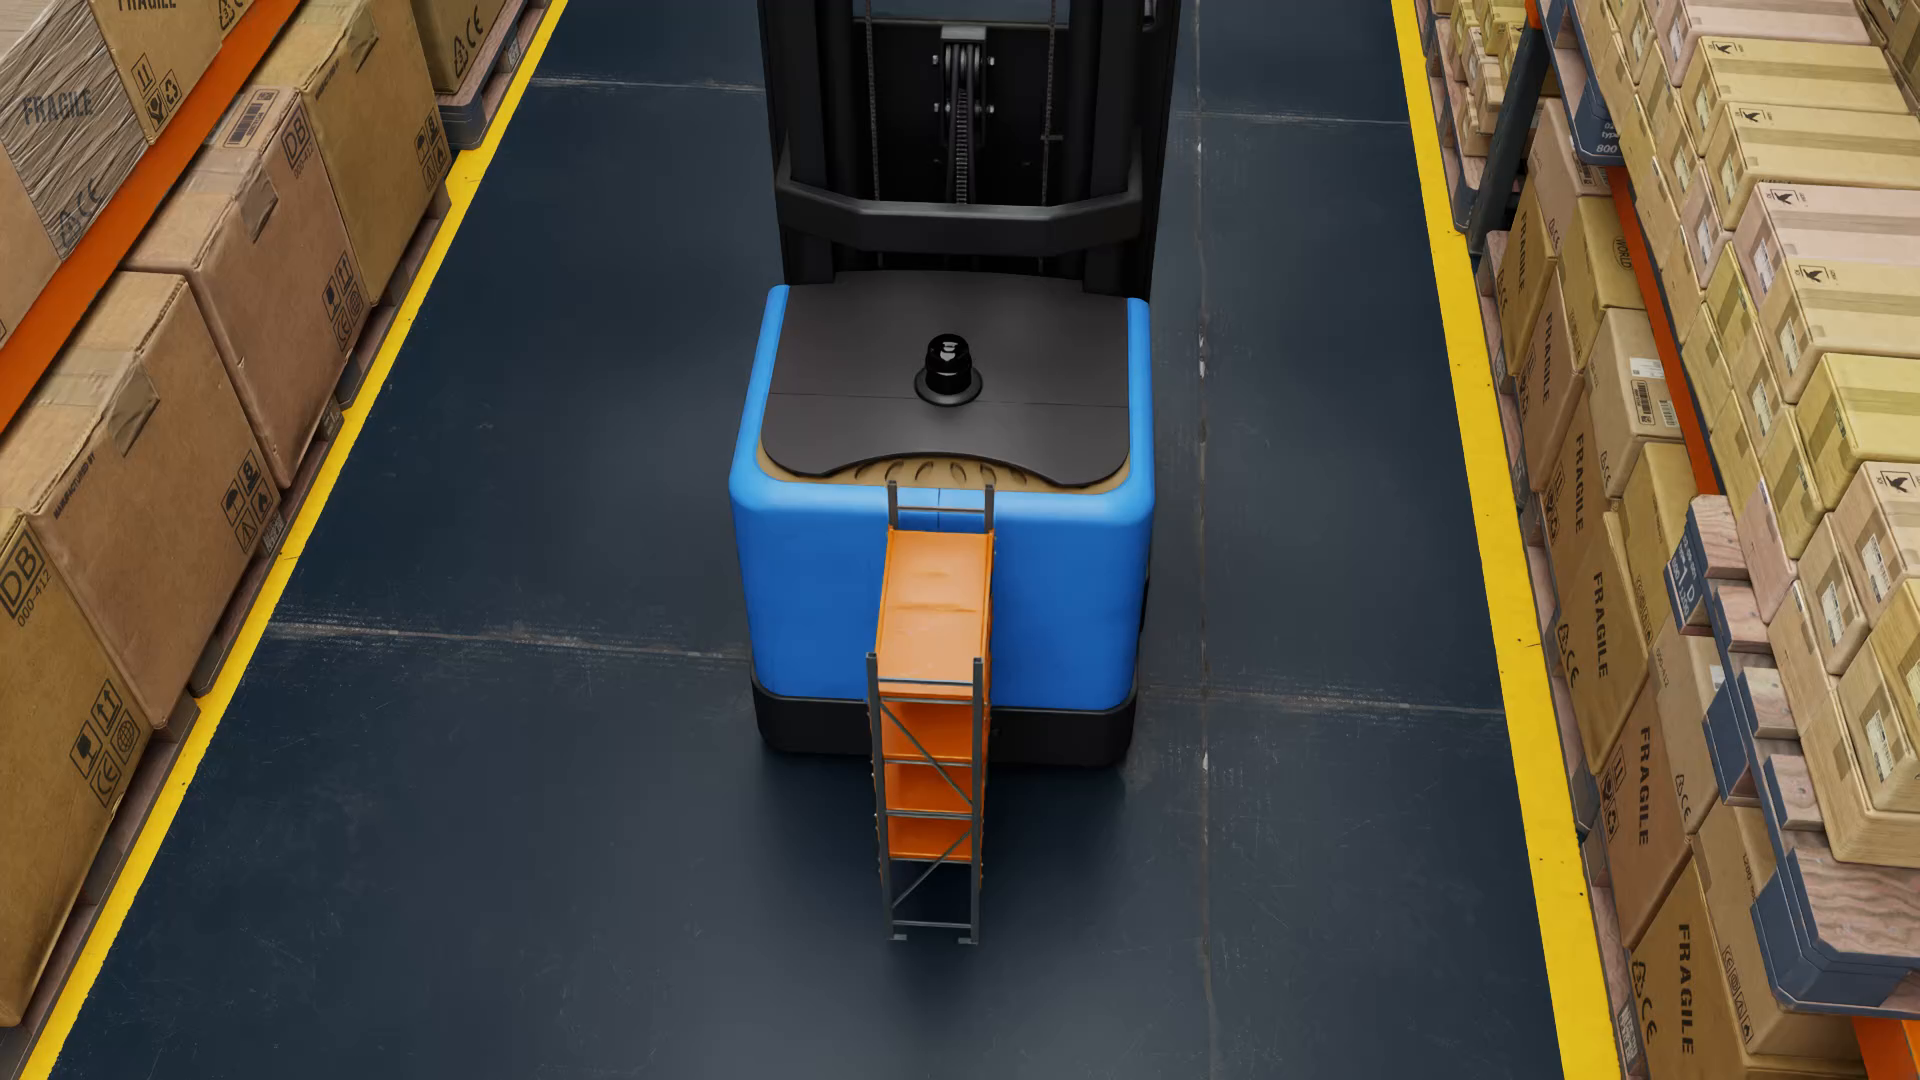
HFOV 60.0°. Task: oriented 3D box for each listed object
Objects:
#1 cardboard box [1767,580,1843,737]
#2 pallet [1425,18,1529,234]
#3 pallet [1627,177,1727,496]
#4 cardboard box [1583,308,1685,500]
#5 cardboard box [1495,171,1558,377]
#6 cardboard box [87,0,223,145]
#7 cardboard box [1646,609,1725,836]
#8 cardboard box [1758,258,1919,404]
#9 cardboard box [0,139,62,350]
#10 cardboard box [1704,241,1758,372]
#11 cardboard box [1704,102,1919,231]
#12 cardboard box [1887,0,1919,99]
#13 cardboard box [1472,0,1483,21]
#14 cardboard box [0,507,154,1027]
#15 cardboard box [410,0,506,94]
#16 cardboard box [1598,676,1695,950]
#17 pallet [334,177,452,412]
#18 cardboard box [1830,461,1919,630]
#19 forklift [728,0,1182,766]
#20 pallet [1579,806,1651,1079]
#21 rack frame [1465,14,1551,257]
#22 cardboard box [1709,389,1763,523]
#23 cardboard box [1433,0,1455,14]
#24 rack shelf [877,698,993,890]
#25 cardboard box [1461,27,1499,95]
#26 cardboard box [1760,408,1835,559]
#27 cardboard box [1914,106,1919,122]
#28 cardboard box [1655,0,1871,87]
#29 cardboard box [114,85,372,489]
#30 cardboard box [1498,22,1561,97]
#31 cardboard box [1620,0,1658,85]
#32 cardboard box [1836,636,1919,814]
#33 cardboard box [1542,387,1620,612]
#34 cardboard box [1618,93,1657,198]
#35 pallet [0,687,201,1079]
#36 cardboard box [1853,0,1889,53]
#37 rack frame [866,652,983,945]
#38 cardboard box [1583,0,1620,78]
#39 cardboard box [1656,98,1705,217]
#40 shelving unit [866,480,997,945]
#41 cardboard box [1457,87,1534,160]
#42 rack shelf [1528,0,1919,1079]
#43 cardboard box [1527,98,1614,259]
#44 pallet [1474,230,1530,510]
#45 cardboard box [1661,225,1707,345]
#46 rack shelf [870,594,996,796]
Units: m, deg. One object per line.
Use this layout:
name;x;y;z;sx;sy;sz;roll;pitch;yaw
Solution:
cardboard box;1.654;0.220;2.902;0.380;0.149;0.250;4;48;3
pallet;2.433;-1.642;6.609;1.003;0.211;1.213;4;48;4
pallet;2.182;-0.540;3.841;1.003;0.211;1.213;4;48;4
cardboard box;1.980;-0.347;4.436;0.500;0.250;0.500;6;48;5
cardboard box;2.076;-0.860;5.413;0.500;0.500;0.500;6;48;5
cardboard box;-2.386;-1.419;4.447;0.500;0.500;0.500;3;48;3
cardboard box;1.879;0.409;3.744;0.500;0.250;0.500;4;48;4
cardboard box;1.701;-0.370;3.038;0.380;0.149;0.250;5;48;5
cardboard box;-2.484;-0.684;3.775;0.500;0.500;0.500;3;48;3
cardboard box;1.727;-0.455;3.318;0.380;0.149;0.250;4;48;3
cardboard box;1.751;-0.746;3.382;0.380;0.149;0.250;6;48;5
cardboard box;2.474;-1.171;3.972;0.380;0.149;0.250;2;48;2
cardboard box;2.180;-2.120;6.401;0.380;0.149;0.250;3;48;3
cardboard box;-2.804;0.514;3.902;1.225;0.875;0.875;2;48;2
cardboard box;-2.383;-2.399;6.567;0.875;0.875;0.875;4;48;4
cardboard box;1.893;0.672;4.012;0.500;0.500;0.500;6;48;5
pallet;-2.518;-0.982;6.005;1.003;0.211;1.213;4;48;4
cardboard box;1.656;0.019;2.682;0.380;0.149;0.250;3;48;3
forklift;0.036;-1.451;4.591;1.130;2.935;3.031;2;48;2
pallet;2.115;1.219;3.992;1.003;0.211;1.213;4;48;4
rack frame;2.407;-2.087;5.126;1.000;3.000;0.127;4;48;4
cardboard box;1.704;-0.152;3.242;0.380;0.149;0.250;3;48;3
cardboard box;2.198;-2.338;7.003;0.380;0.149;0.250;4;48;3
rack shelf;-0.057;0.631;4.214;0.258;0.148;0.480;3;49;2
cardboard box;2.132;-1.820;6.327;0.380;0.149;0.250;2;48;2
cardboard box;1.678;-0.088;2.982;0.380;0.149;0.250;5;48;4
cardboard box;2.453;-0.881;3.909;0.380;0.149;0.250;6;48;5
cardboard box;1.797;-1.136;3.739;0.380;0.149;0.250;5;48;5
cardboard box;-2.642;-0.791;5.096;1.225;0.875;0.875;2;48;2
cardboard box;2.181;-1.746;6.059;0.380;0.149;0.250;5;48;5
cardboard box;1.823;-1.216;4.014;0.380;0.149;0.250;6;48;5
cardboard box;1.634;0.301;2.626;0.380;0.149;0.250;5;48;4
cardboard box;1.995;-0.085;4.705;0.500;0.500;0.500;5;48;4
cardboard box;1.800;-0.926;3.949;0.380;0.149;0.250;3;48;3
pallet;-2.740;0.811;4.365;1.003;0.211;1.213;4;48;4
cardboard box;2.497;-1.281;4.274;0.380;0.149;0.250;2;48;2
rack frame;-0.072;0.638;3.854;0.240;1.200;0.015;3;49;2
cardboard box;1.843;-1.313;4.304;0.380;0.149;0.250;4;48;4
cardboard box;1.773;-0.836;3.666;0.380;0.149;0.250;3;48;3
shelving unit;-0.057;0.455;4.015;0.258;1.200;0.503;3;49;2
cardboard box;2.104;-1.578;6.308;0.380;0.149;0.250;4;48;4
rack shelf;2.225;-0.375;4.047;1.077;0.370;4.000;4;48;4
cardboard box;2.077;-1.113;5.136;0.500;0.250;0.500;2;48;2
pallet;2.338;-0.574;5.632;1.003;0.211;1.213;4;48;4
cardboard box;1.752;-0.540;3.597;0.380;0.149;0.250;5;48;5
rack shelf;-0.057;0.351;3.897;0.258;0.148;0.480;3;49;2
